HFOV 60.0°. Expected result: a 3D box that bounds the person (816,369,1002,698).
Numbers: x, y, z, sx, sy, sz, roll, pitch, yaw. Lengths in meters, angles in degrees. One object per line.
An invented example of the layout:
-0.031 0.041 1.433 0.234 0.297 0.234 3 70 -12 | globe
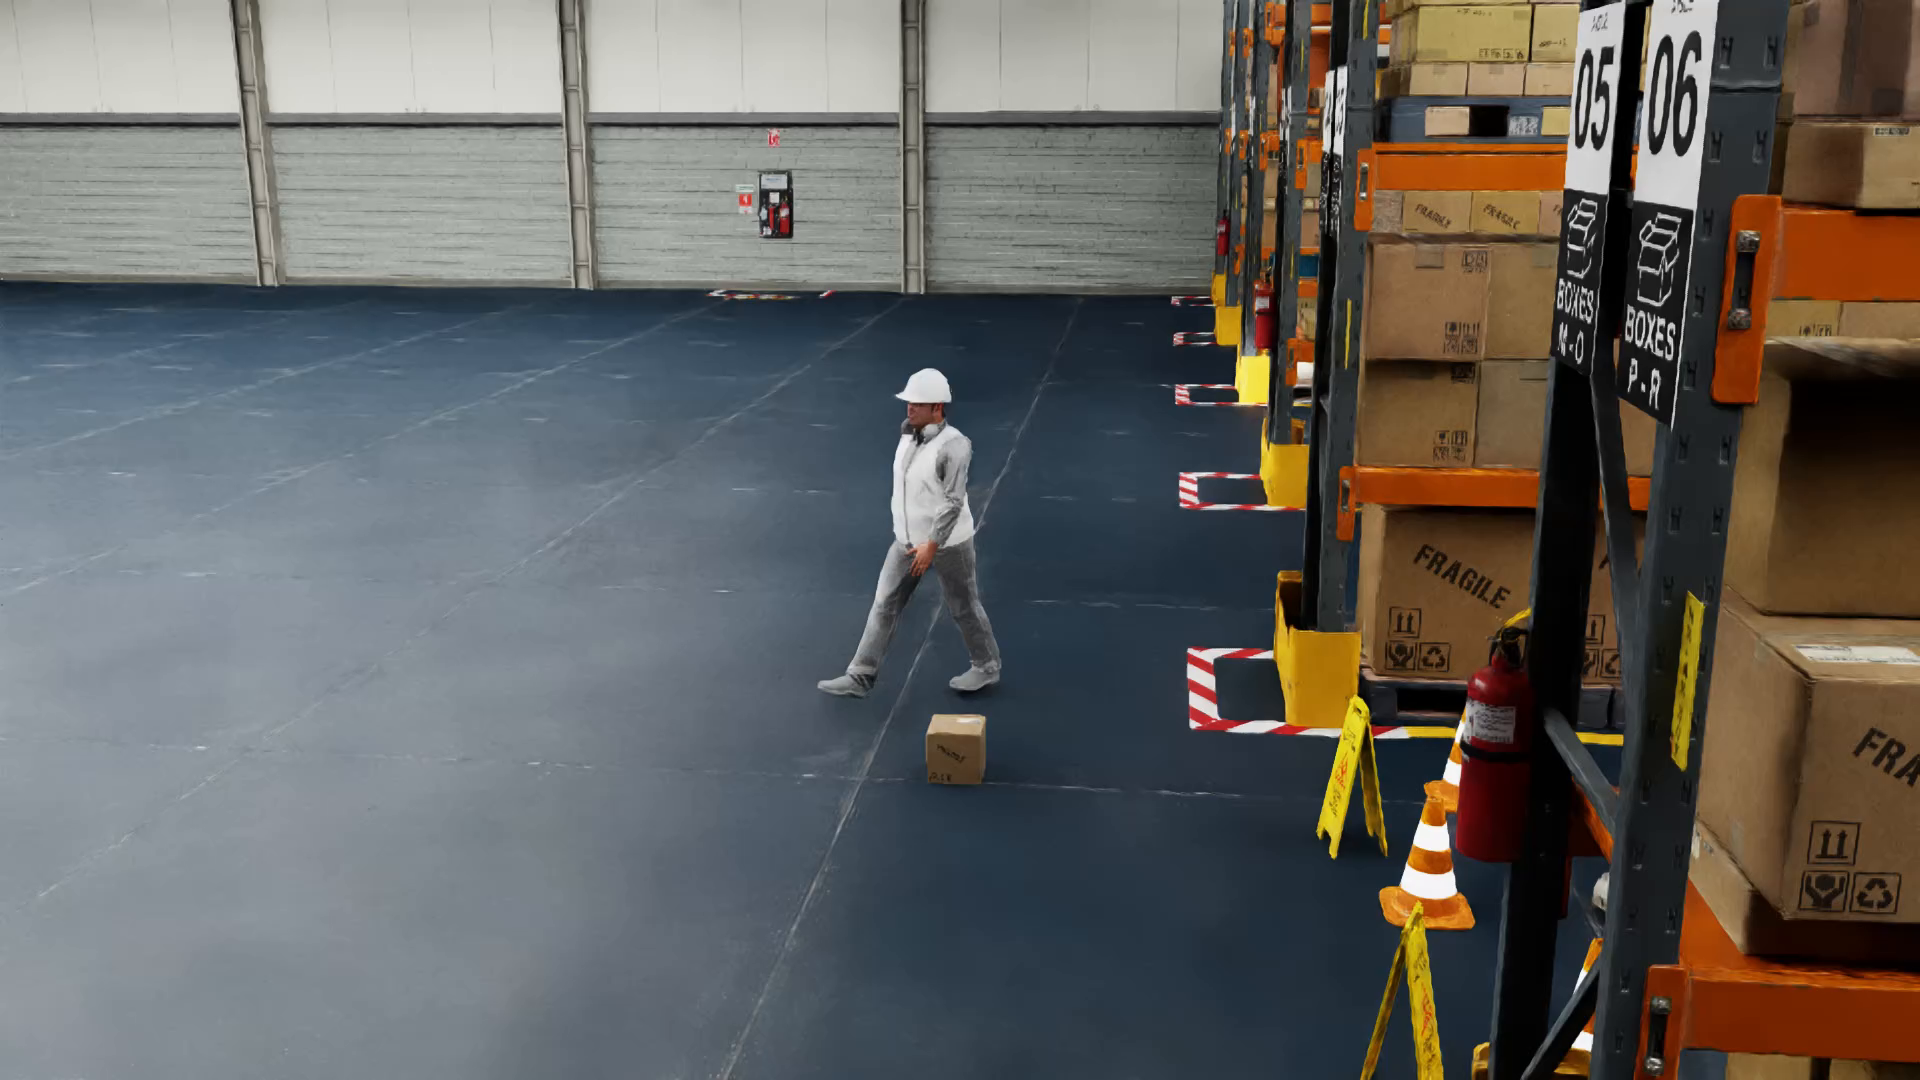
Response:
-0.216 -0.014 8.505 0.989 1.726 0.571 -14 20 -43 | person
